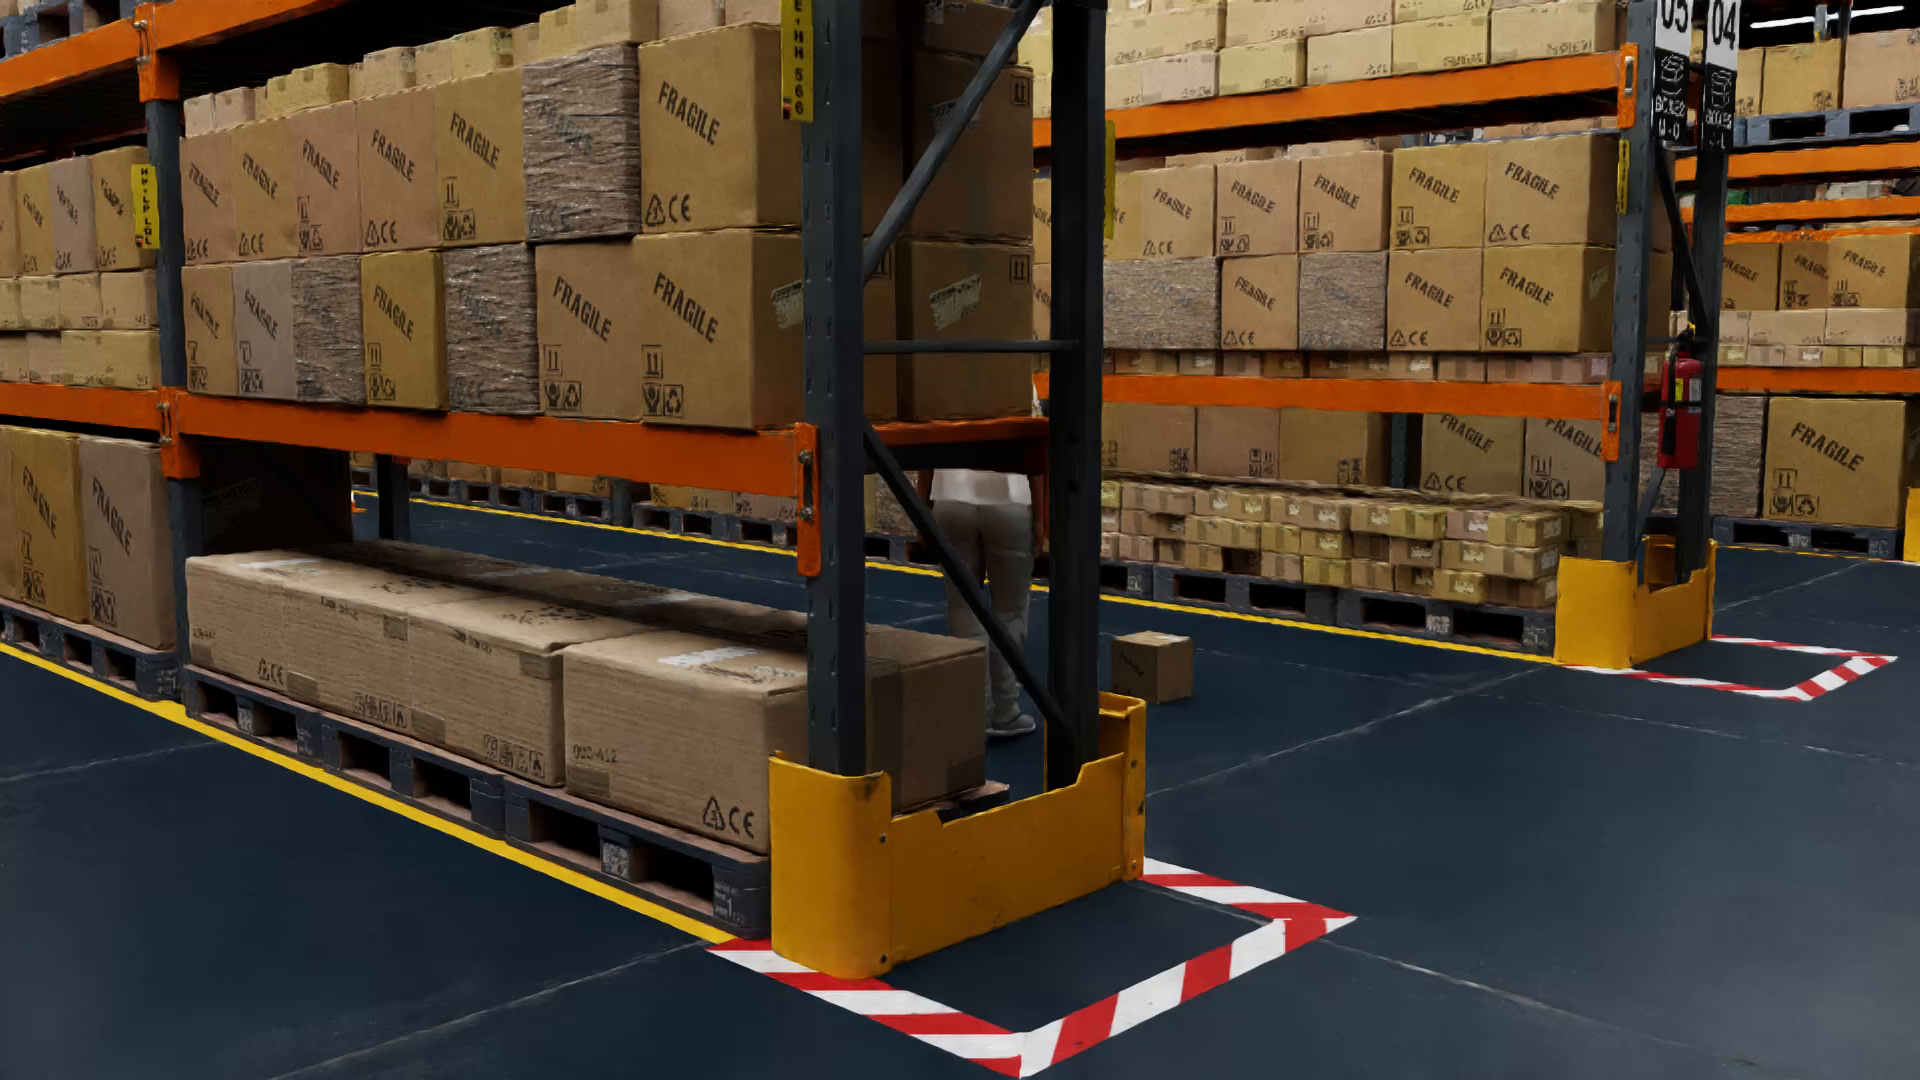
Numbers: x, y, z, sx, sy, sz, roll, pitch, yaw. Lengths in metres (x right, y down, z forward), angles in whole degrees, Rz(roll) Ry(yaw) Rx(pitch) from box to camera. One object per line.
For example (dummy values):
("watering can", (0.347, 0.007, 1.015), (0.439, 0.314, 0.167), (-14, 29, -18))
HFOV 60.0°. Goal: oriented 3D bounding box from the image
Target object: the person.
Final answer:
("person", (0.075, -0.080, 6.349), (0.539, 1.672, 0.431), (2, 7, 13))
